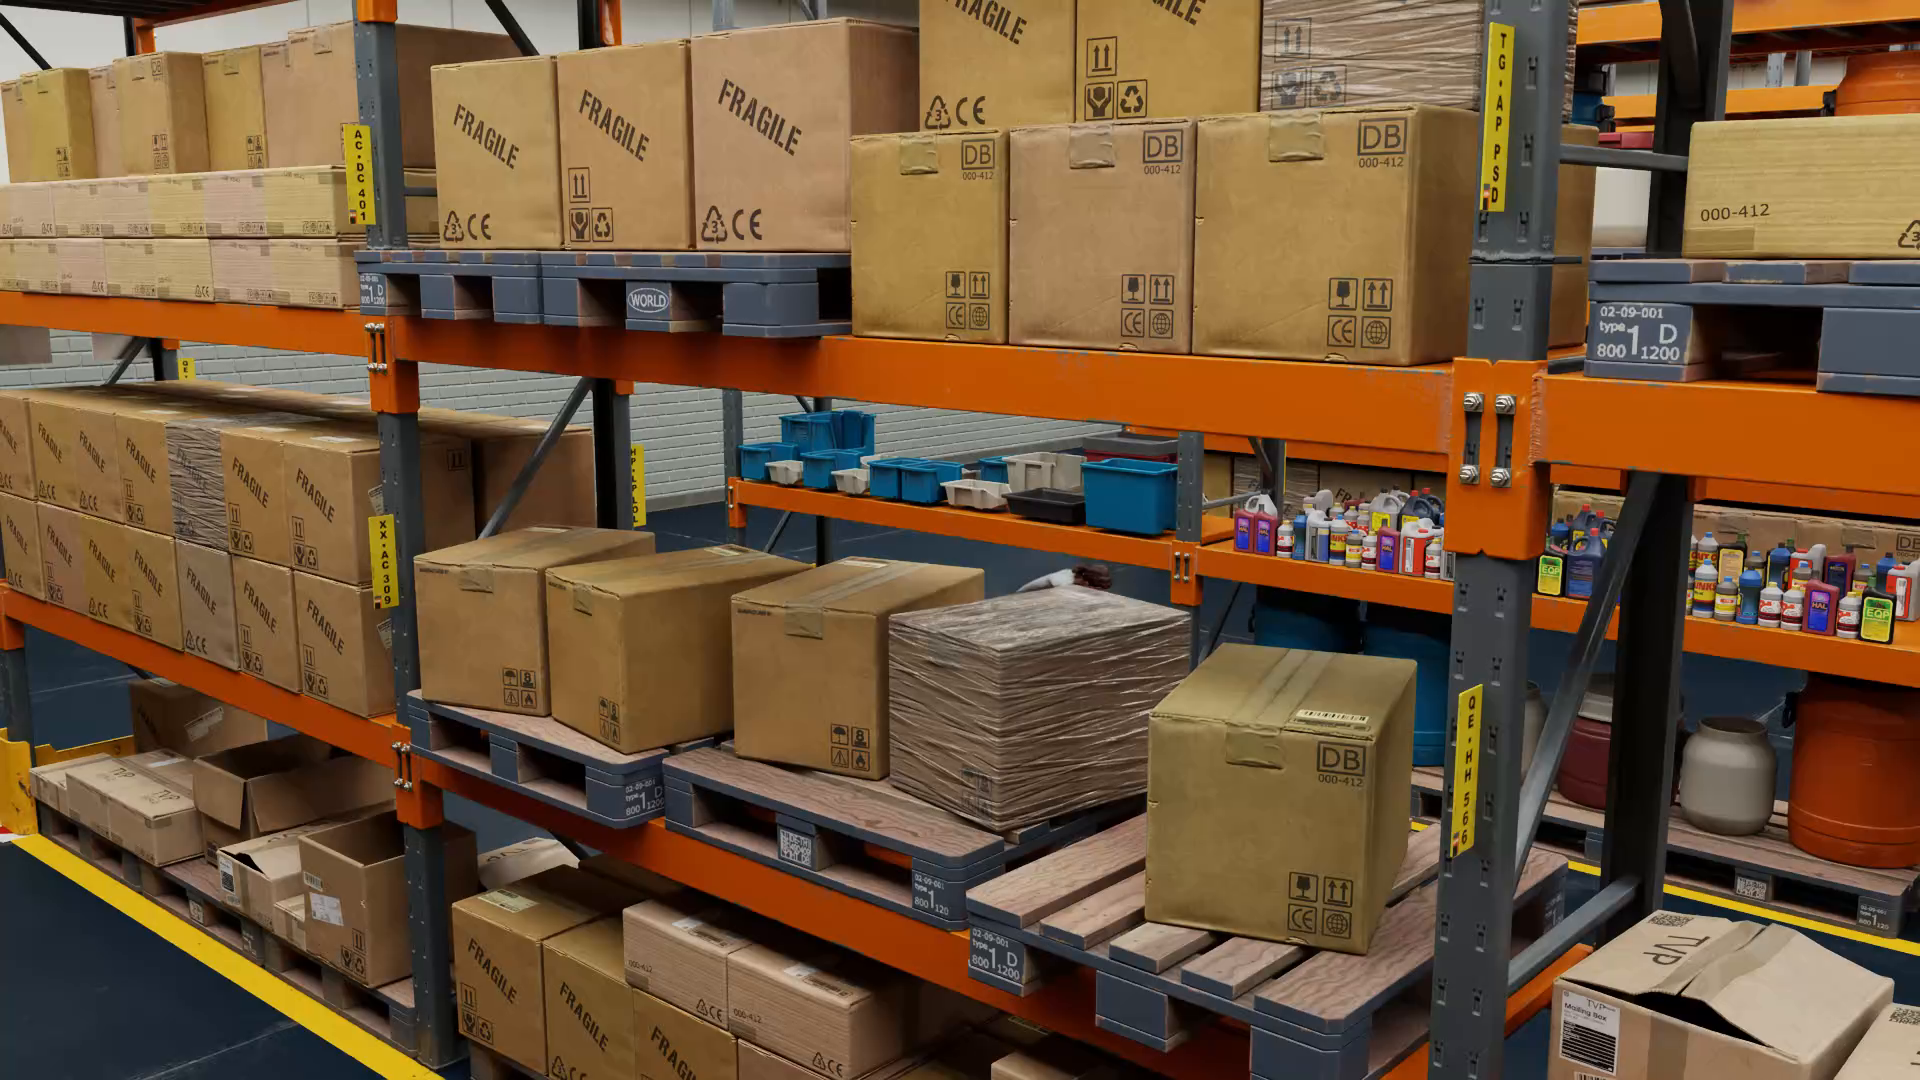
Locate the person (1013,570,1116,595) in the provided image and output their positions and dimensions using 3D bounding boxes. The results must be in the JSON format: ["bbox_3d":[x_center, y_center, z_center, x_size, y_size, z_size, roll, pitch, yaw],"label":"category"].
[{"bbox_3d":[0.730,0.603,11.917,0.837,0.801,0.471,9,13,40],"label":"person"}]
